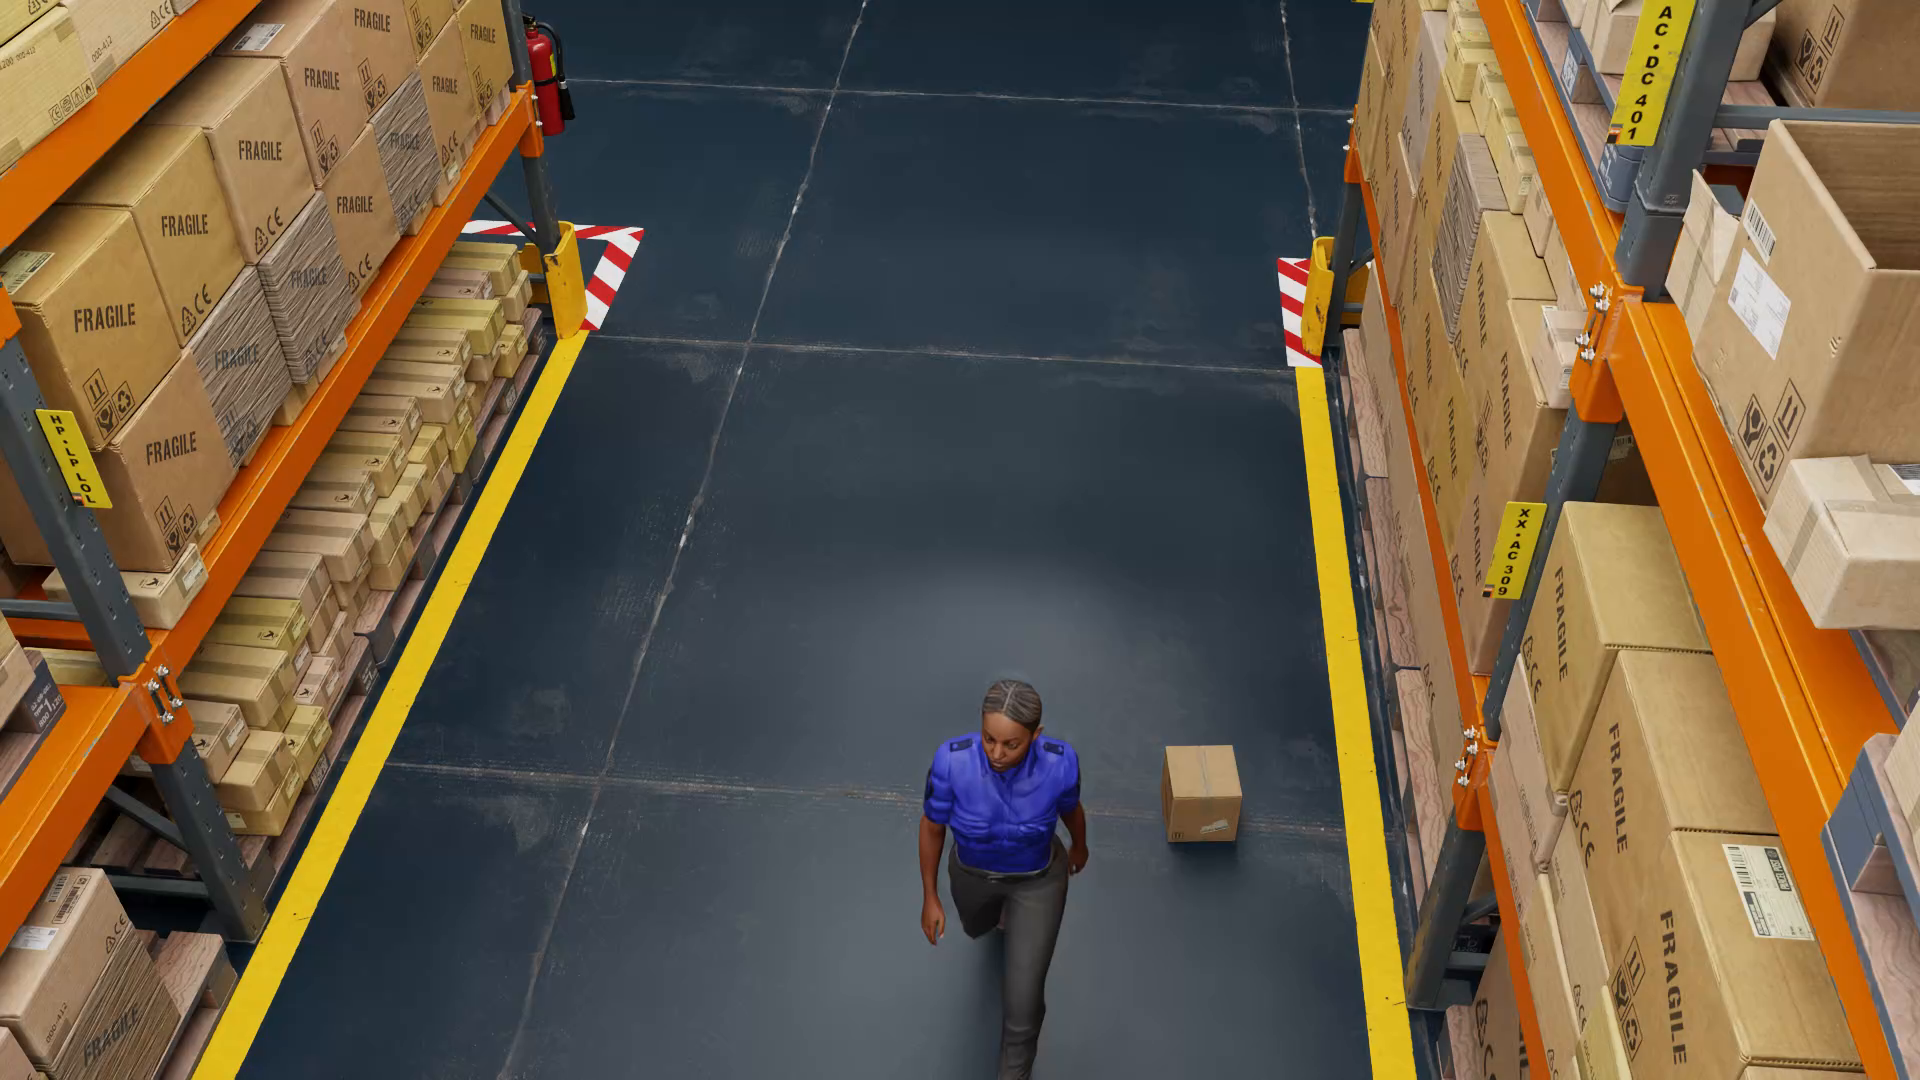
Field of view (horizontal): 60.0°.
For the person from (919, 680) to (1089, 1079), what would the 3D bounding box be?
[{"bbox_3d":[0.141,0.956,5.046,0.492,1.599,1.001,6,41,6],"label":"person"}]
